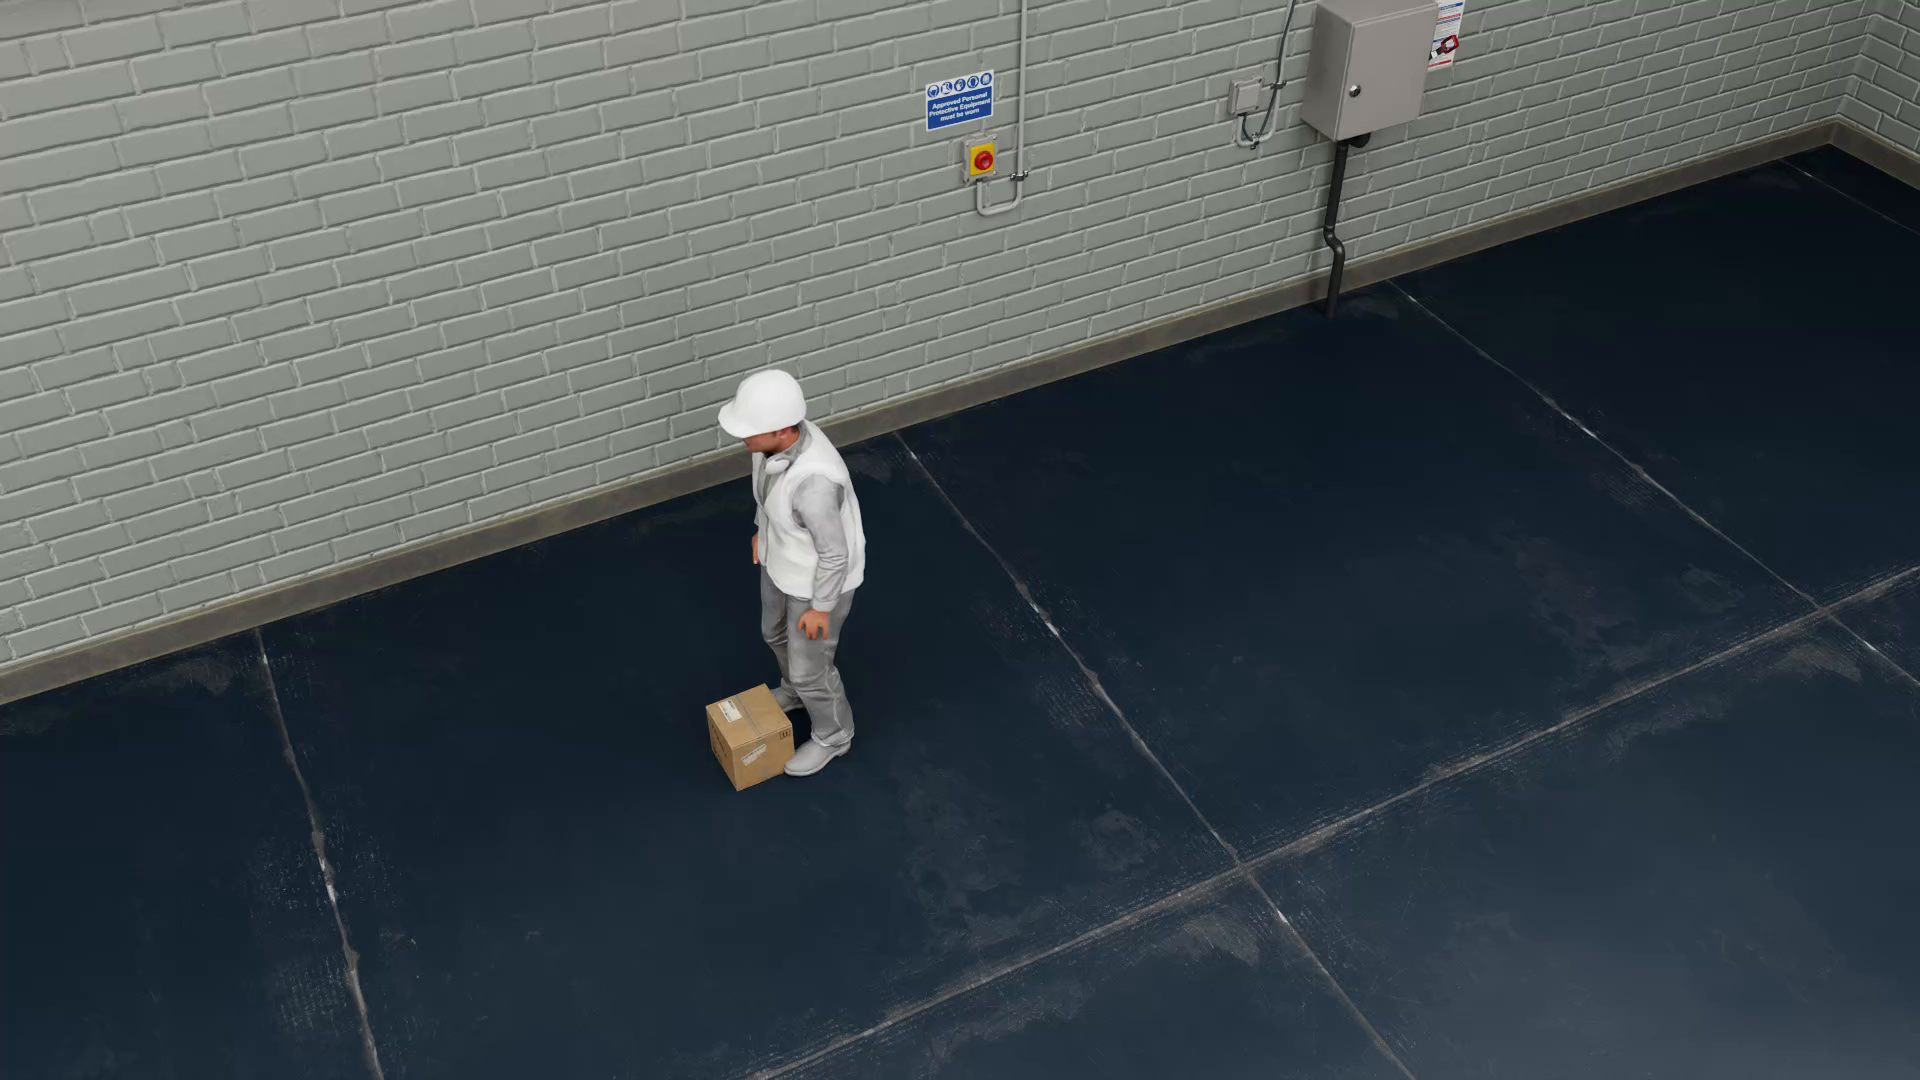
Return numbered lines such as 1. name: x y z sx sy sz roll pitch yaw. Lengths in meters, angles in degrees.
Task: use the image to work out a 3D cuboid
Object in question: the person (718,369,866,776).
1. person: -0.585 0.104 6.021 0.463 1.769 0.580 -19 44 -20
